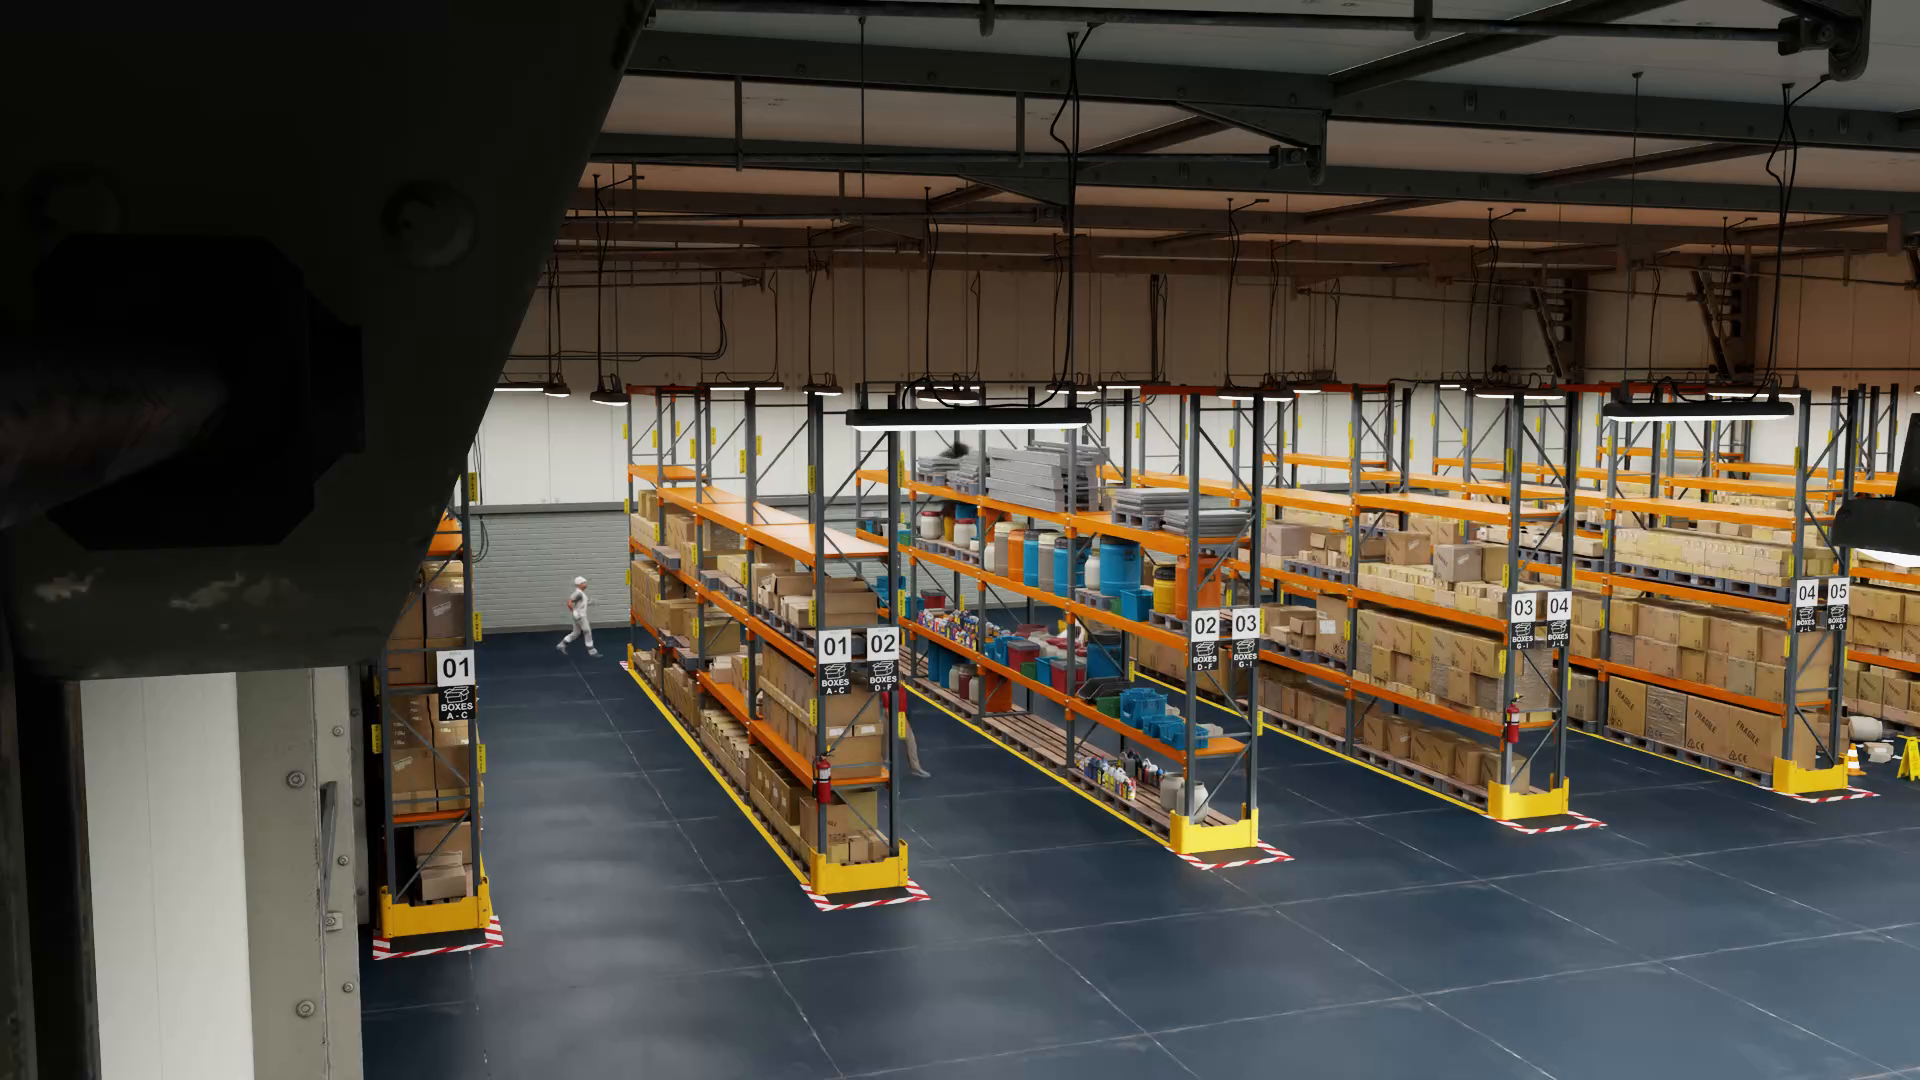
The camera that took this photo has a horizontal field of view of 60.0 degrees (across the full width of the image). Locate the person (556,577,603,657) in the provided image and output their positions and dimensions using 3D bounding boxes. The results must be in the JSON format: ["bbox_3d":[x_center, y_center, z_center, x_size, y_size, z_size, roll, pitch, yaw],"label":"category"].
[{"bbox_3d":[-8.271,1.679,36.110,1.006,1.775,0.657,-2,6,-15],"label":"person"}]

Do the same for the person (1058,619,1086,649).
[{"bbox_3d":[2.020,2.282,31.306,0.743,1.715,1.052,-4,7,-31],"label":"person"}]

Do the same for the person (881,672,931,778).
[{"bbox_3d":[-0.952,2.819,25.577,0.920,1.676,0.628,4,7,34],"label":"person"}]
